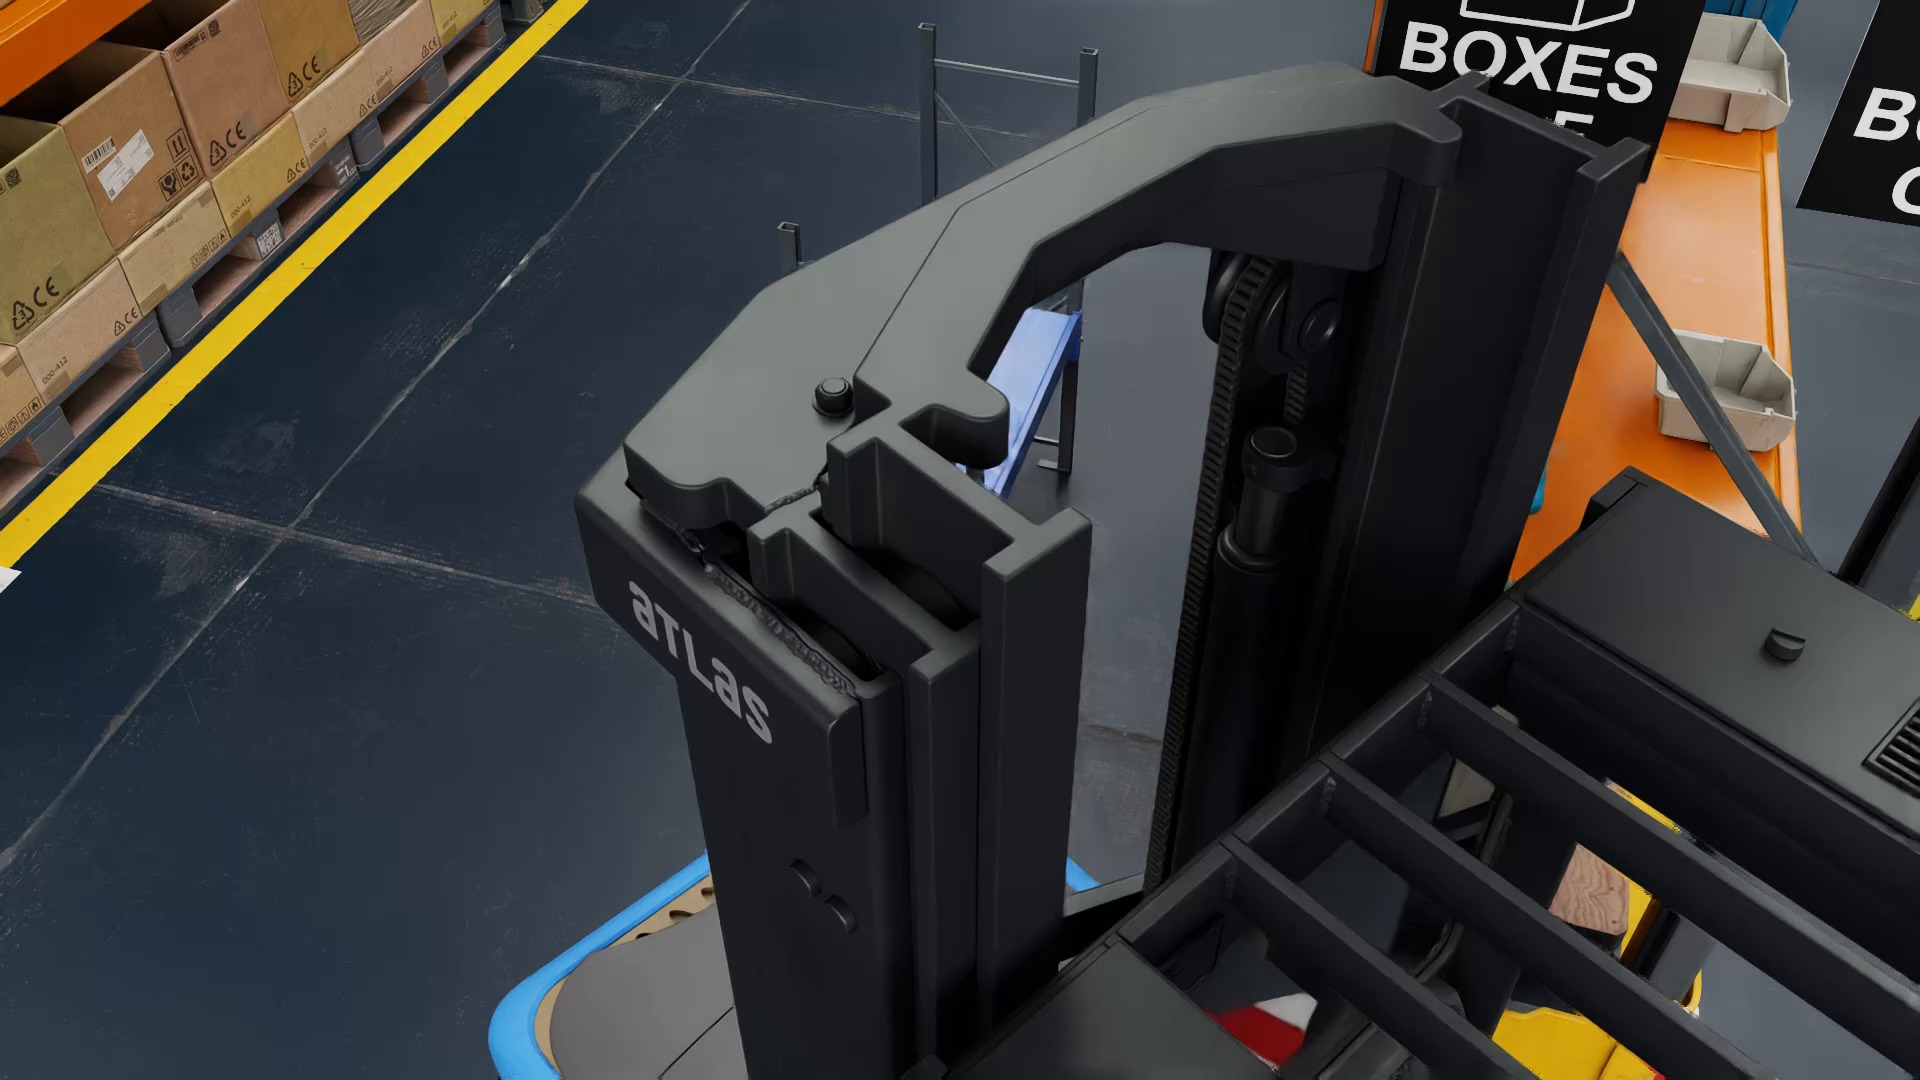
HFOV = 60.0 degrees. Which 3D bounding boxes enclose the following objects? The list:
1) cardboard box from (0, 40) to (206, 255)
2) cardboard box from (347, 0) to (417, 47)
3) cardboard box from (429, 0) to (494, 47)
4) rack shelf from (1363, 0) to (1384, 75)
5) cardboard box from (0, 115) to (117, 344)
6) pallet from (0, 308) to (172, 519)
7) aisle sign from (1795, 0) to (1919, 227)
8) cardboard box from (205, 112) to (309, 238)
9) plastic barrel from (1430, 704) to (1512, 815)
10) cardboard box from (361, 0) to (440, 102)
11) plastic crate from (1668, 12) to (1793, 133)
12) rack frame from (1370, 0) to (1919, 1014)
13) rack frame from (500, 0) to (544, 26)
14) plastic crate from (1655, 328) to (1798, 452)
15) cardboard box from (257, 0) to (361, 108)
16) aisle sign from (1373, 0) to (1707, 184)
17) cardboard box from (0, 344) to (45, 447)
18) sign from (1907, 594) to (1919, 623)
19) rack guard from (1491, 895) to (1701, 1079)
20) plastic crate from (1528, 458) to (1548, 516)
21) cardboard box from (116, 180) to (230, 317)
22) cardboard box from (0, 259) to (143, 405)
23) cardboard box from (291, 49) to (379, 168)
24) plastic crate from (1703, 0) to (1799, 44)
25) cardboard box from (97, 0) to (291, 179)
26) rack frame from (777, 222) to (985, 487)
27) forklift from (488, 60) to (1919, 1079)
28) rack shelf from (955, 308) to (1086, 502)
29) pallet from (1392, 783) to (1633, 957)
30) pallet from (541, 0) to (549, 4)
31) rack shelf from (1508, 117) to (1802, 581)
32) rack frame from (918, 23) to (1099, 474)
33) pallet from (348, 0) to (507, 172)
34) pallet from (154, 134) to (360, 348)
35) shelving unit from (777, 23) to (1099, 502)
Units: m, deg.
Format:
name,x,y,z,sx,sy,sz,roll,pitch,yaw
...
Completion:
name,x,y,z,sx,sy,sz,roll,pitch,yaw
cardboard box,-2.983,-1.344,5.608,0.500,0.500,0.500,13,46,13
cardboard box,-2.530,-2.344,6.630,0.500,0.500,0.500,13,46,13
cardboard box,-2.367,-2.406,7.230,0.500,0.250,0.500,13,46,13
rack shelf,1.679,-2.025,3.544,1.077,0.370,4.000,13,46,13
cardboard box,-3.123,-1.008,5.265,0.500,0.500,0.500,13,46,13
pallet,-3.455,-0.450,5.559,1.003,0.211,1.213,13,46,13
aisle sign,1.330,-0.696,1.958,0.394,0.787,0.004,13,46,13
cardboard box,-2.816,-1.405,6.207,0.500,0.250,0.500,13,46,13
plastic barrel,1.199,0.408,4.167,0.421,0.512,0.421,0,44,0
cardboard box,-2.528,-2.075,6.892,0.500,0.250,0.500,13,46,13
plastic crate,2.034,-1.313,4.635,0.530,0.136,0.437,13,46,13
rack frame,1.073,0.123,2.979,1.000,3.000,0.127,13,46,13
rack frame,-2.435,-3.594,6.779,1.000,3.000,0.127,13,46,13
plastic crate,1.651,-0.311,3.611,0.298,0.136,0.250,13,46,13
cardboard box,-2.678,-2.010,6.288,0.500,0.500,0.500,13,46,13
aisle sign,0.768,-0.821,2.085,0.394,0.787,0.004,13,46,13
cardboard box,-3.272,-0.406,5.186,0.500,0.250,0.500,13,46,13
sign,1.596,0.144,2.760,0.100,0.325,0.005,13,46,13
rack guard,1.051,0.956,3.915,1.175,0.500,0.348,13,46,13
plastic crate,0.939,-0.220,3.437,0.499,0.251,0.616,13,46,13
cardboard box,-2.972,-1.073,5.868,0.500,0.250,0.500,13,46,13
cardboard box,-3.124,-0.740,5.527,0.500,0.250,0.500,13,46,13
cardboard box,-2.666,-1.739,6.548,0.500,0.250,0.500,13,46,13
plastic crate,2.208,-1.694,4.943,0.499,0.251,0.616,13,46,13
cardboard box,-2.815,-1.673,5.945,0.500,0.500,0.500,13,46,13
rack frame,-0.180,-0.140,4.321,0.500,1.500,0.032,13,46,12
forklift,0.528,1.066,2.065,1.130,2.935,3.031,-33,53,-29
rack shelf,-0.026,-0.351,4.793,0.538,0.185,1.000,13,46,12
pallet,1.302,0.519,4.569,1.003,0.211,1.213,13,46,13
pallet,-2.249,-3.097,8.264,1.003,0.211,1.213,13,46,13
rack shelf,1.679,-0.953,4.593,1.077,0.370,4.000,13,46,13
rack frame,0.128,-0.818,5.014,0.500,1.500,0.032,13,46,12
pallet,-2.716,-2.077,7.221,1.003,0.211,1.213,13,46,13
pallet,-3.084,-1.261,6.387,1.003,0.211,1.213,13,46,13
shelving unit,-0.026,-0.479,4.667,0.538,1.500,1.048,13,46,12
